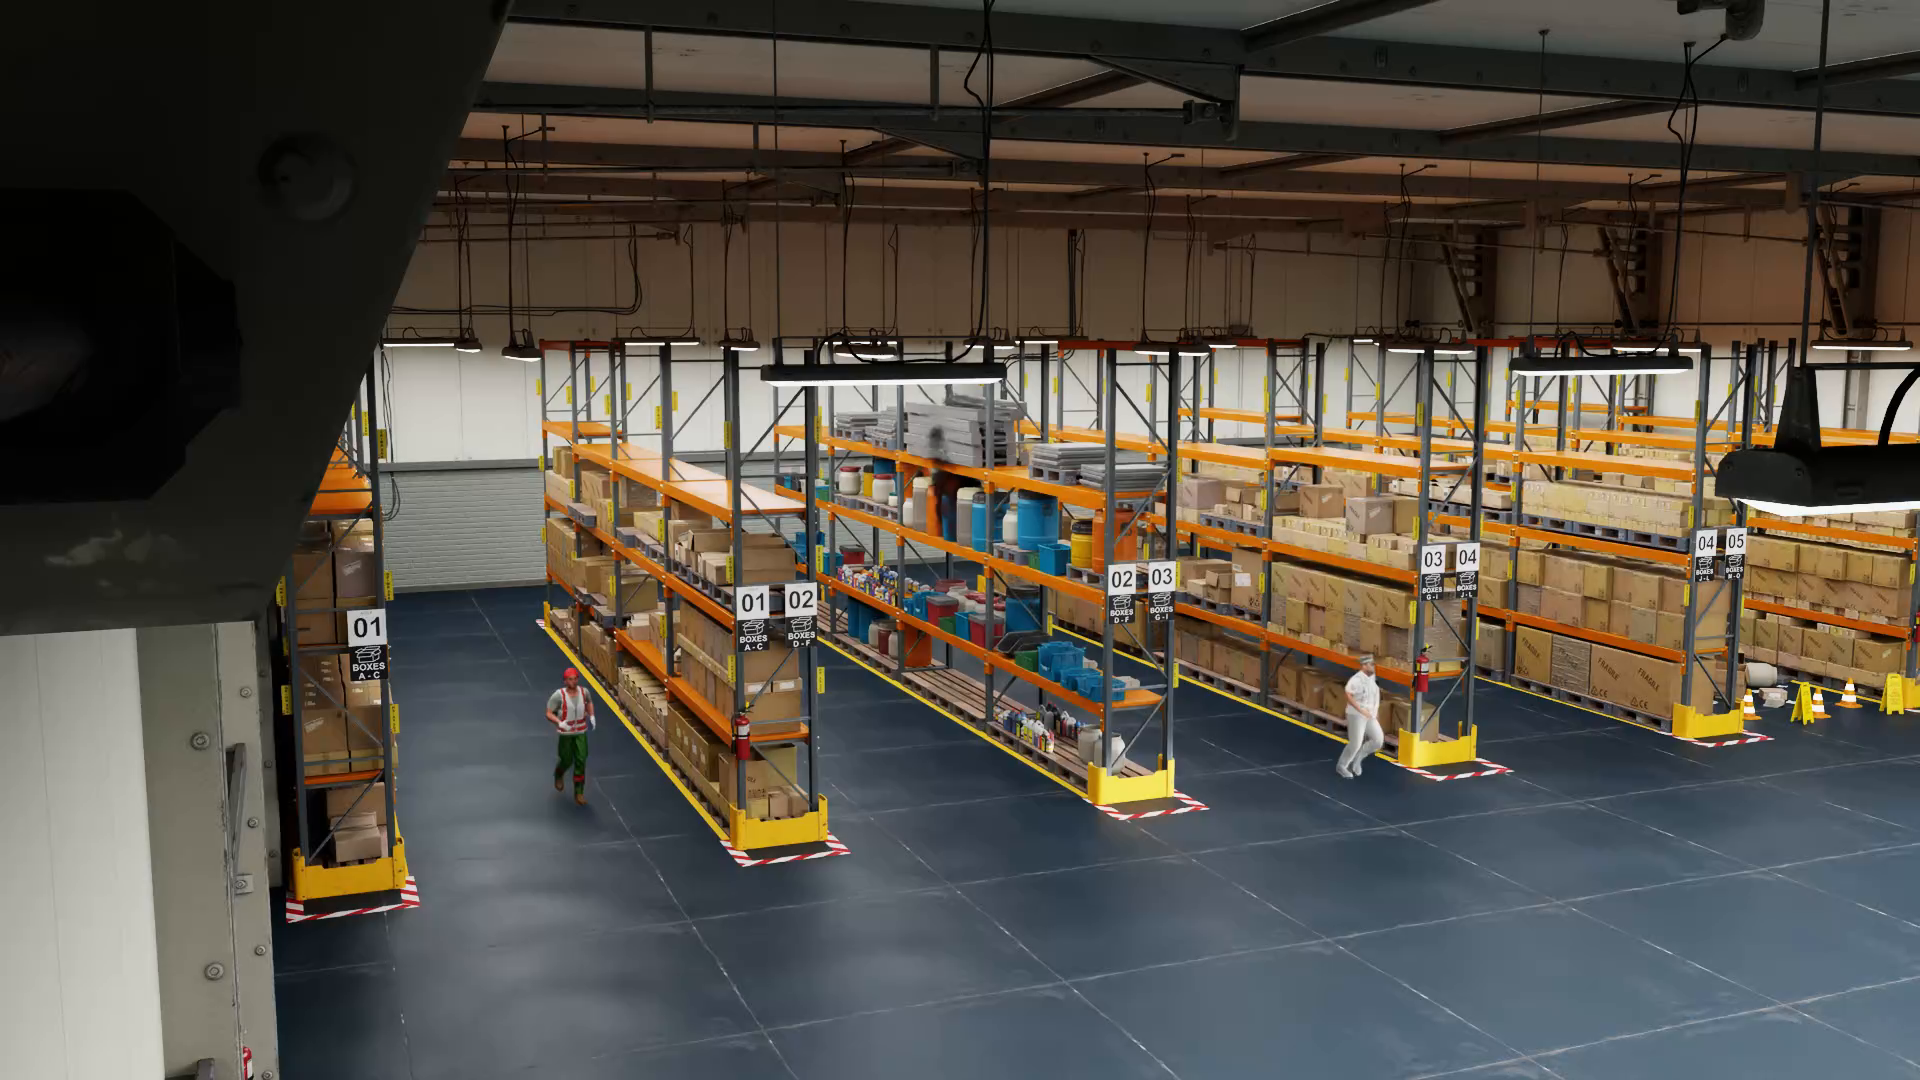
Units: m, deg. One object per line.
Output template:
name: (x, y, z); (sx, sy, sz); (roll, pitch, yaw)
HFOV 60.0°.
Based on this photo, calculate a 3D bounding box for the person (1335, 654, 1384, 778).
person: (5.683, 2.451, 23.335); (0.719, 1.724, 0.586); (-6, 9, -38)

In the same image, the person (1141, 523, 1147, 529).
person: (4.275, 0.434, 39.087); (0.622, 1.749, 0.720); (-3, 8, -19)

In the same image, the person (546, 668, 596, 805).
person: (-5.177, 2.576, 22.176); (0.685, 1.790, 0.833); (-5, 9, -32)
